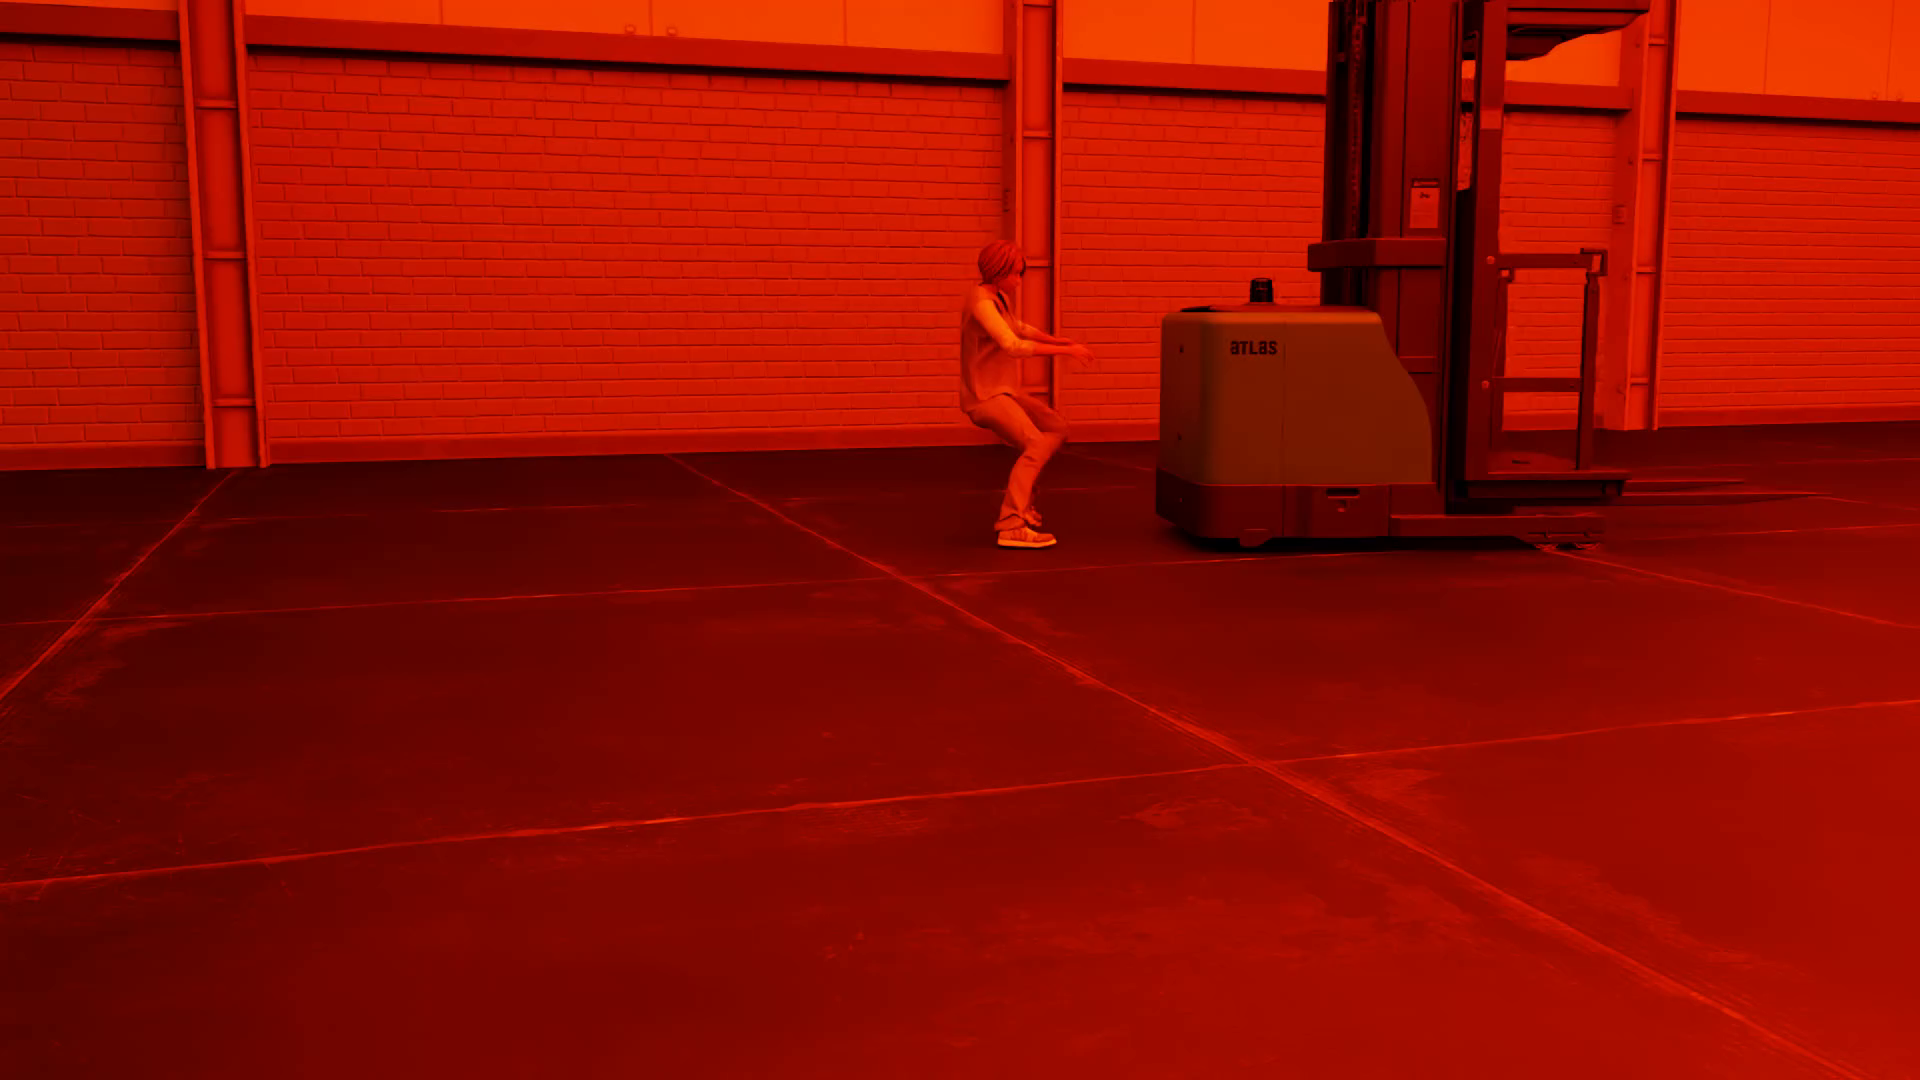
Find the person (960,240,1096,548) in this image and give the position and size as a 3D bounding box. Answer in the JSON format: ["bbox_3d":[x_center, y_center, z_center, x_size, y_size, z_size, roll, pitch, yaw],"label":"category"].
[{"bbox_3d":[0.334,-0.644,7.912,0.680,1.275,0.823,2,8,12],"label":"person"}]

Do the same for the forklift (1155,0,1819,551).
[{"bbox_3d":[2.531,-1.475,7.893,3.031,2.935,1.130,-1,8,-5],"label":"forklift"}]
